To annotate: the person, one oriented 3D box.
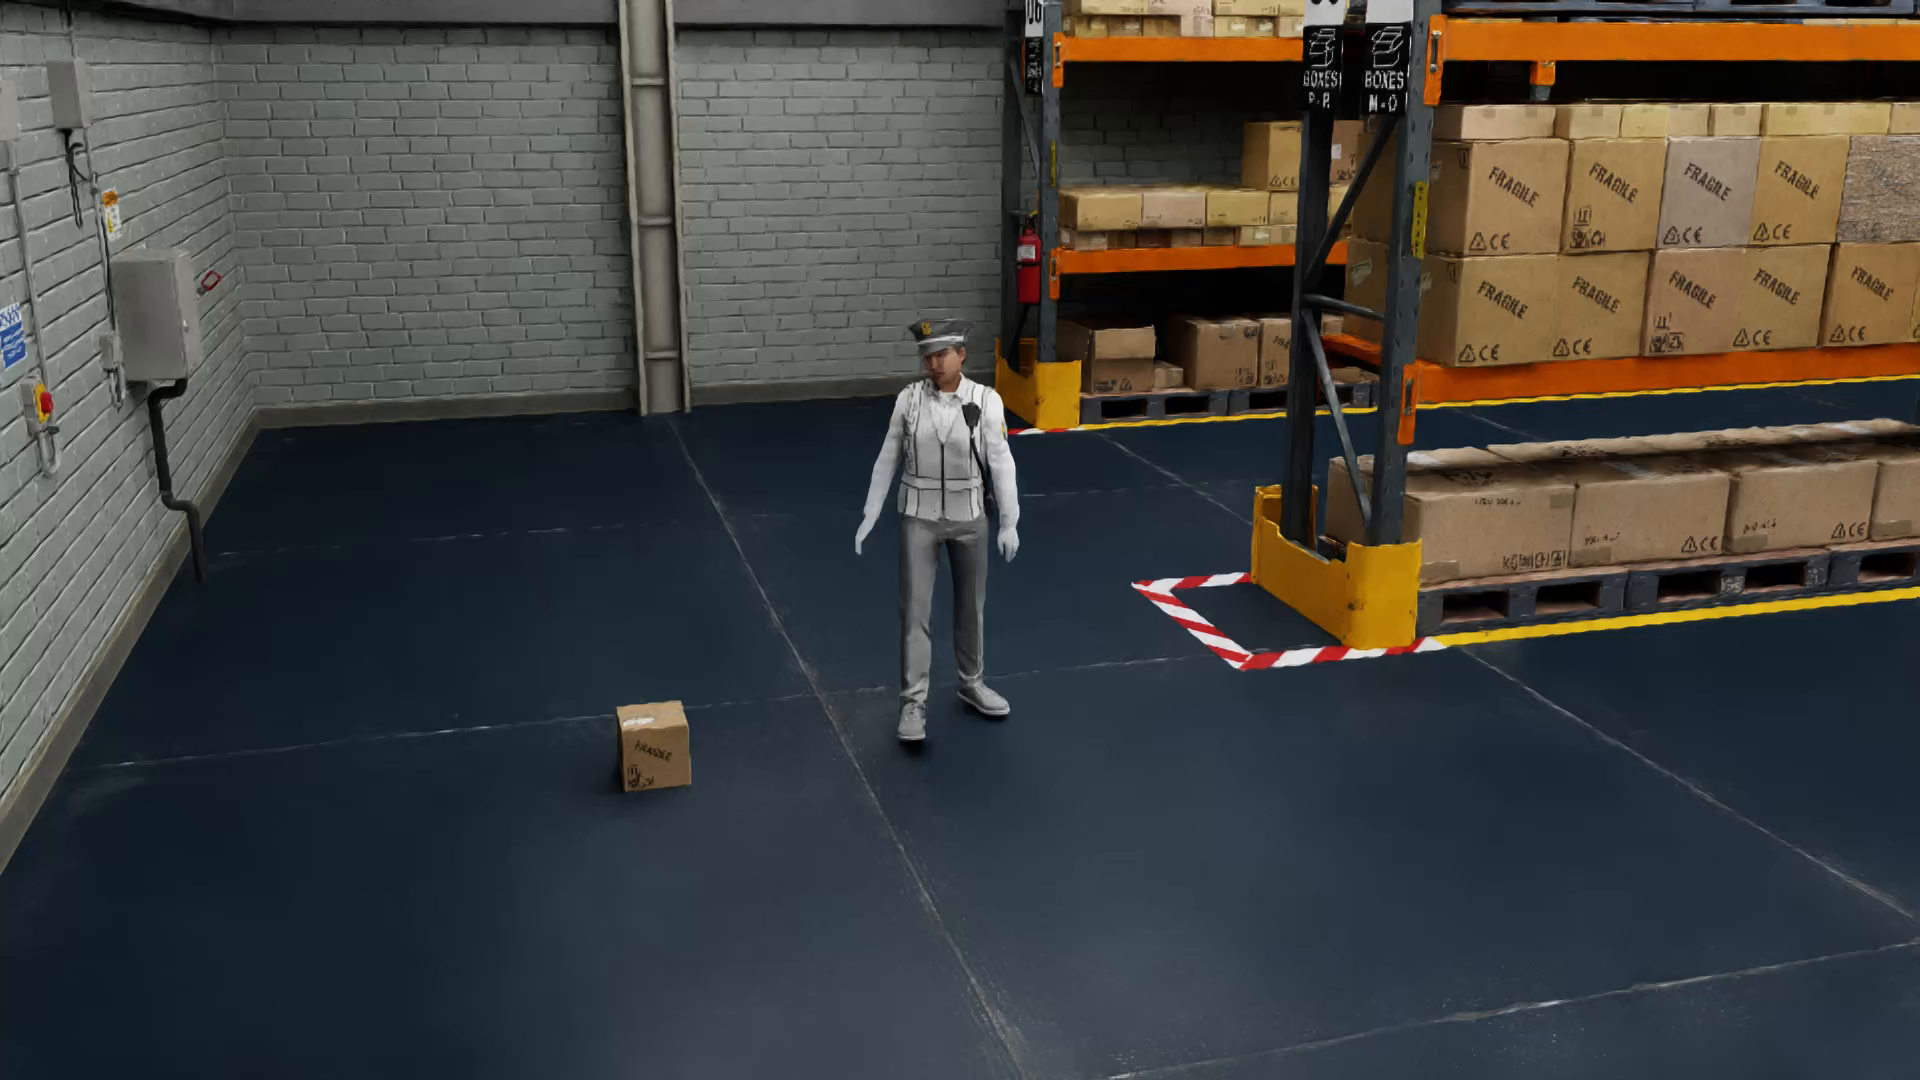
[{"bbox_3d":[-0.092,-0.051,6.613,0.658,1.670,0.589,0,16,0],"label":"person"}]
